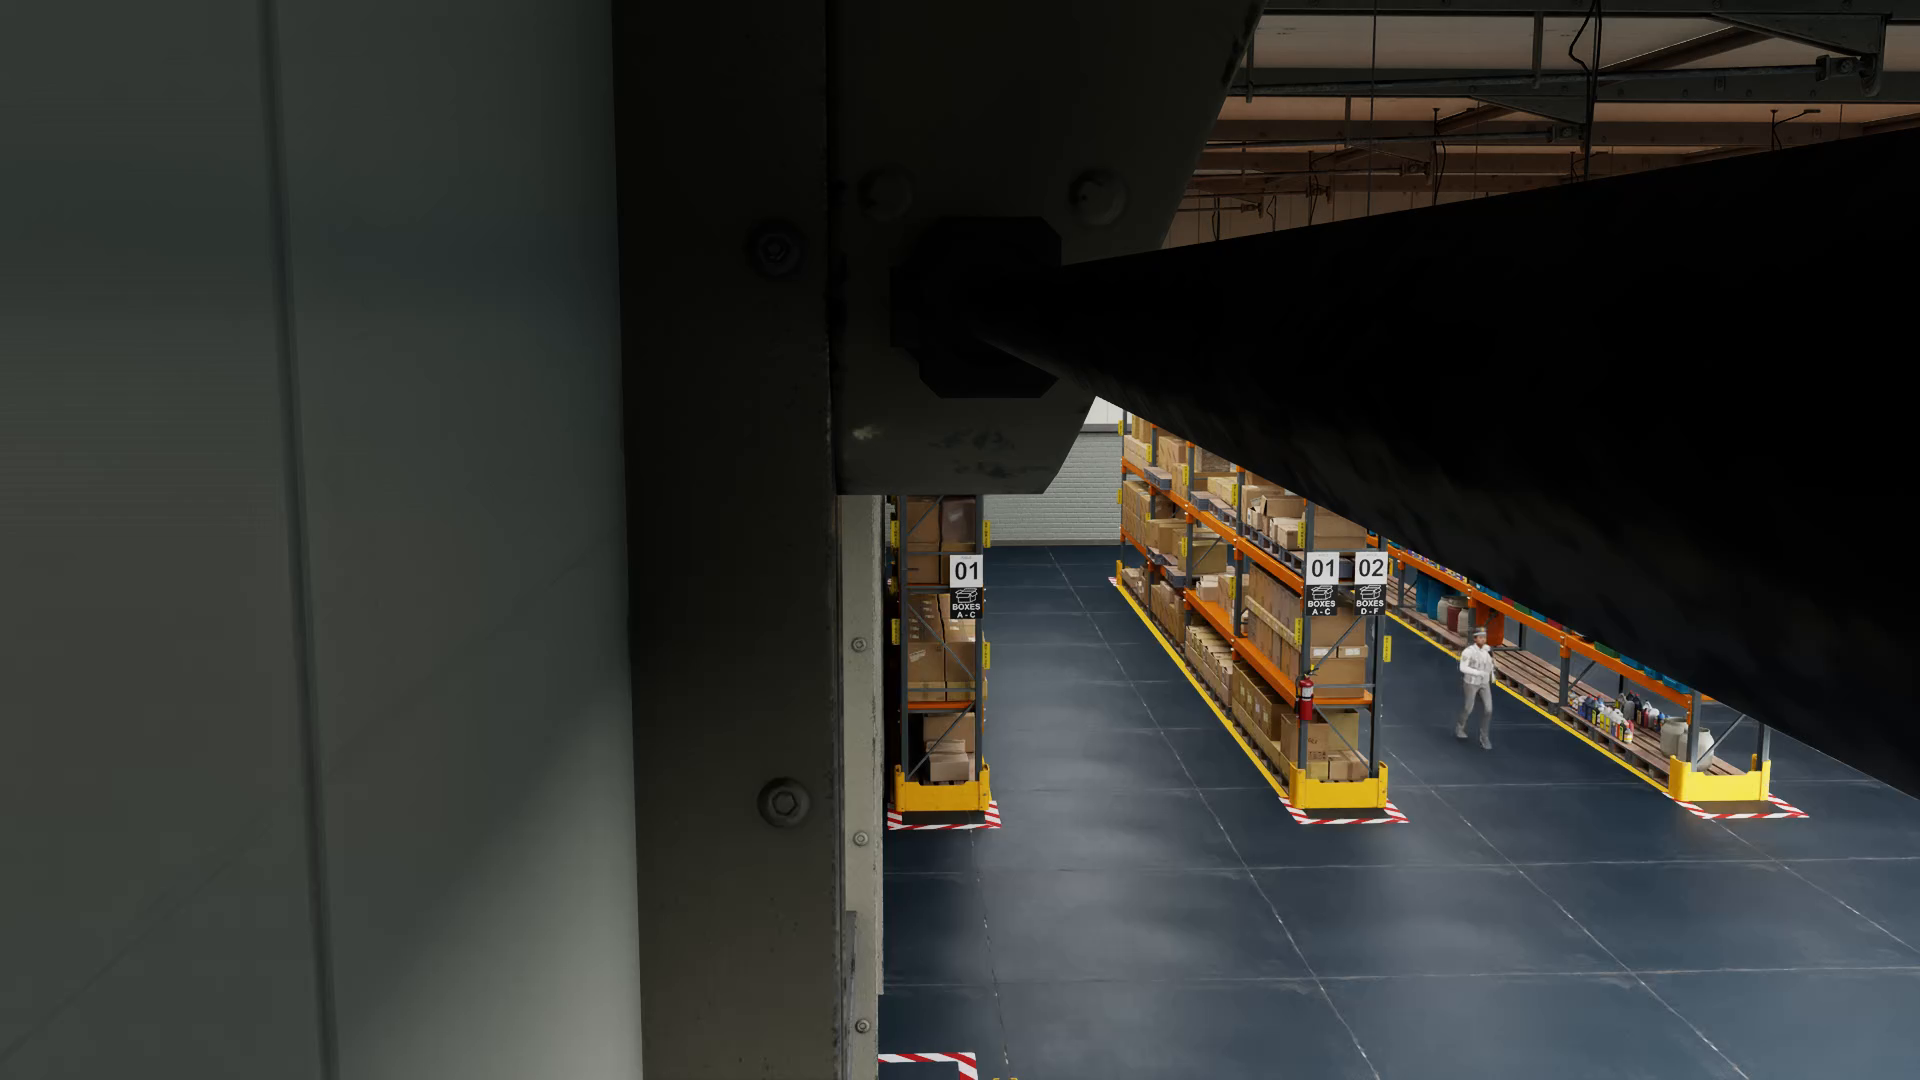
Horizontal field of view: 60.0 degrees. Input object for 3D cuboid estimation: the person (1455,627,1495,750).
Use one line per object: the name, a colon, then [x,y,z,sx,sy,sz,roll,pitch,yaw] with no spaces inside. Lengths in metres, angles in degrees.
person: [7.278,2.072,23.411,0.631,1.770,0.739,-2,9,-13]
